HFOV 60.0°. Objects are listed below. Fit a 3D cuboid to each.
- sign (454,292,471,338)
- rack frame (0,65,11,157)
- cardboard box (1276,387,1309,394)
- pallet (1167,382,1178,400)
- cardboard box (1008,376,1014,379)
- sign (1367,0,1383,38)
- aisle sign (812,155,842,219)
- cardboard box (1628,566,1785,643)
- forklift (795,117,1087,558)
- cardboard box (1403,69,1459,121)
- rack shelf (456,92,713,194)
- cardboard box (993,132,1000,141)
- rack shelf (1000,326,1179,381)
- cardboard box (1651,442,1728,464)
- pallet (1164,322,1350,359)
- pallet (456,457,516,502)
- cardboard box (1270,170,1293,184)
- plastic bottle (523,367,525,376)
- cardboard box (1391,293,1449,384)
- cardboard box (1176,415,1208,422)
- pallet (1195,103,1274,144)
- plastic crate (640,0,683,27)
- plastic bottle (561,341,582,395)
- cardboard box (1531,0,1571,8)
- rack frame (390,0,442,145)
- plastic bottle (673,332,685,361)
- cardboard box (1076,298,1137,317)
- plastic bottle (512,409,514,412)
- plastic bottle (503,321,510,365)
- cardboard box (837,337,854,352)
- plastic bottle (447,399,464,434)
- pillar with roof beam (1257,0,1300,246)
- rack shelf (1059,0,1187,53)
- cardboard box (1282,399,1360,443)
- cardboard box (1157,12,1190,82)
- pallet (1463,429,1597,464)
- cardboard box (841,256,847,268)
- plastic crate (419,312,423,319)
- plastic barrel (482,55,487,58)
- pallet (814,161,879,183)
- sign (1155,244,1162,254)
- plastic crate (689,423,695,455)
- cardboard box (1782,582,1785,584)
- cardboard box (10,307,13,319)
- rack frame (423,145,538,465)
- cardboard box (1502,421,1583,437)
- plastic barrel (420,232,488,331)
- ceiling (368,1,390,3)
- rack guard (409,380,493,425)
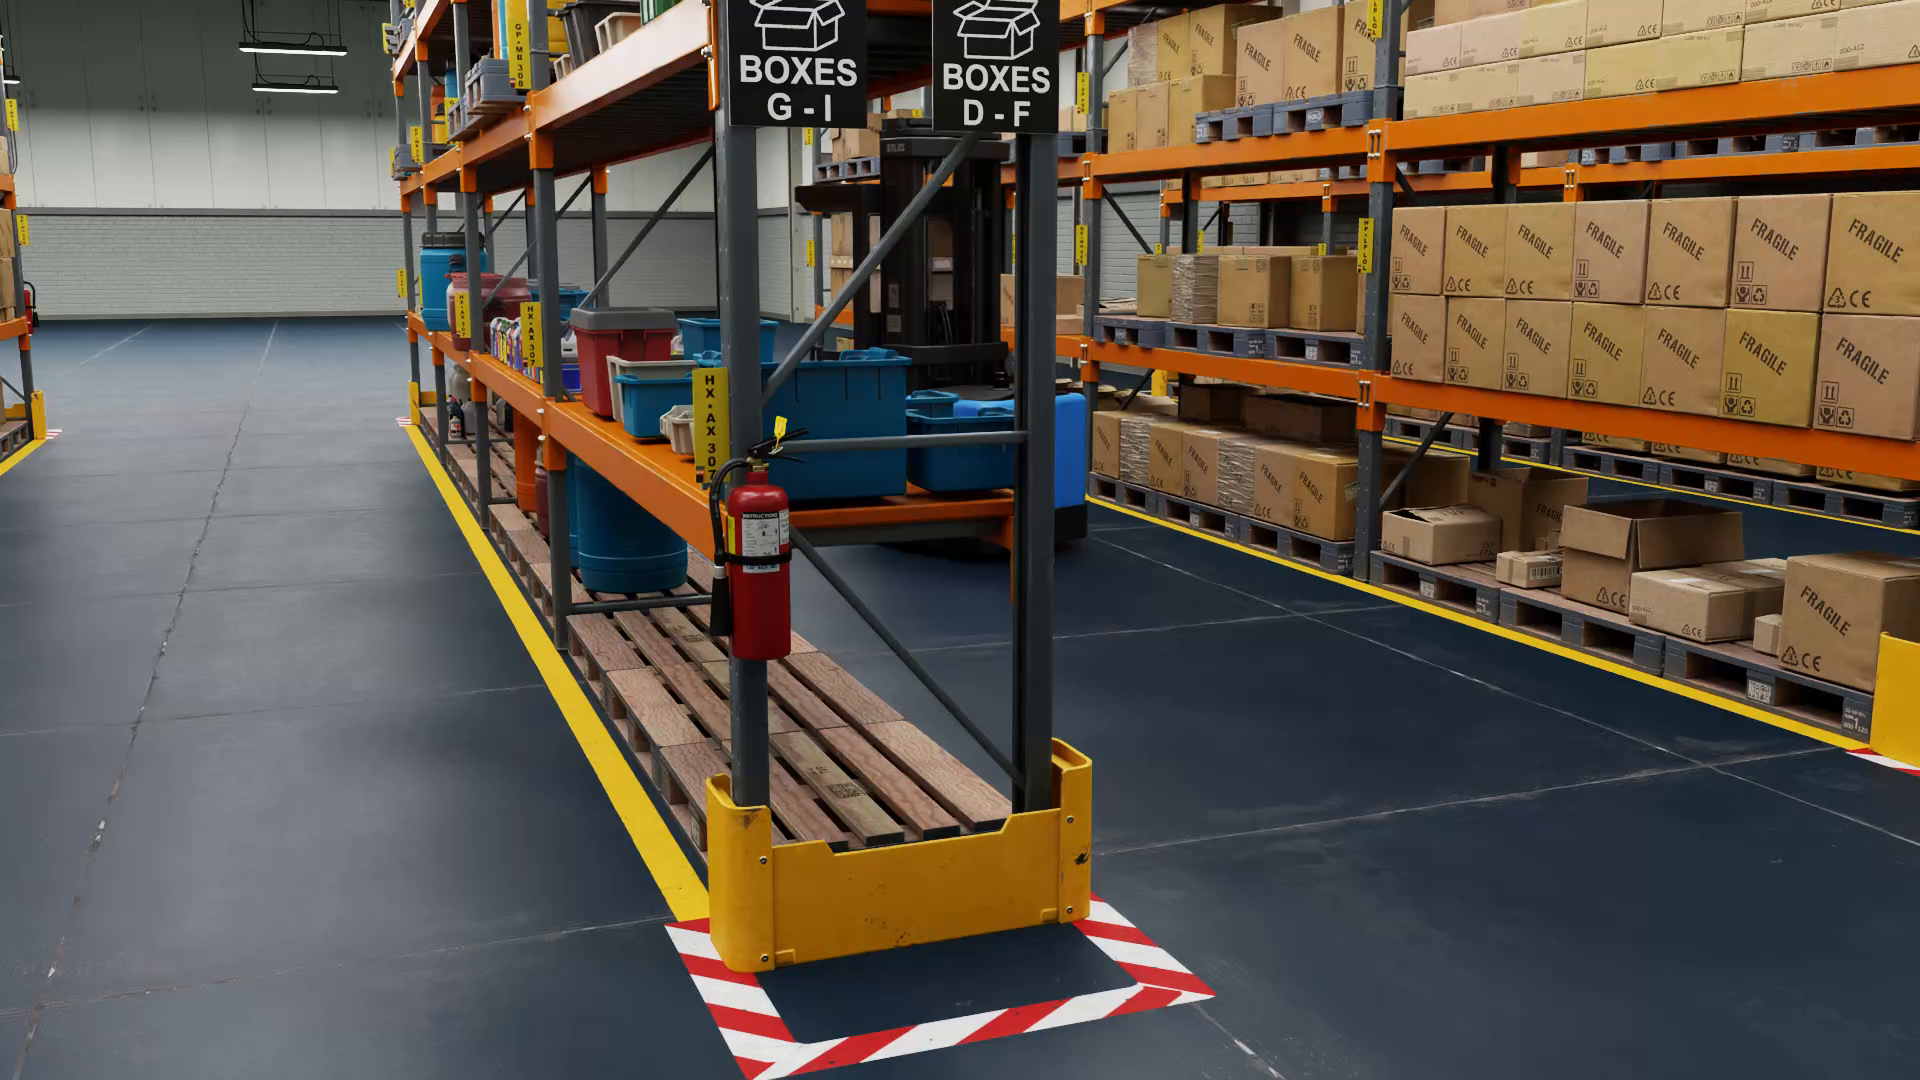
[{"bbox_3d":[-3.606,-1.631,12.061,0.100,0.325,0.005,-4,11,-21],"label":"sign"},{"bbox_3d":[-10.612,-5.532,17.326,1.000,3.000,0.127,-4,11,-21],"label":"rack frame"},{"bbox_3d":[4.275,-2.022,20.601,0.500,0.500,0.500,-5,11,-25],"label":"cardboard box"},{"bbox_3d":[3.527,-2.002,22.570,1.003,0.211,1.213,-4,11,-21],"label":"pallet"},{"bbox_3d":[0.681,-1.550,17.123,0.500,0.311,0.500,-4,11,-19],"label":"cardboard box"},{"bbox_3d":[2.455,-3.137,9.827,0.100,0.325,0.005,-4,11,-21],"label":"sign"},{"bbox_3d":[-1.687,-4.478,21.106,0.394,0.787,0.004,-4,11,-21],"label":"aisle sign"},{"bbox_3d":[3.678,0.312,8.196,0.500,0.250,0.500,-4,11,-21],"label":"cardboard box"},{"bbox_3d":[-0.495,-1.524,12.119,1.130,2.935,3.031,-10,14,-43],"label":"forklift"},{"bbox_3d":[2.917,-2.556,9.587,0.500,0.250,0.500,-4,11,-21],"label":"cardboard box"},{"bbox_3d":[-2.372,-2.383,10.243,1.077,0.370,4.000,-4,11,-21],"label":"rack shelf"},{"bbox_3d":[0.488,-3.973,16.354,0.500,0.250,0.500,-5,11,-26],"label":"cardboard box"},{"bbox_3d":[0.797,-1.873,15.940,1.077,0.370,4.000,-4,11,-21],"label":"rack shelf"},{"bbox_3d":[6.593,-1.093,14.436,0.750,0.750,0.750,-4,11,-21],"label":"cardboard box"},{"bbox_3d":[2.231,-1.489,12.276,1.003,0.211,1.213,-4,11,-21],"label":"pallet"},{"bbox_3d":[-3.779,-0.542,14.365,1.003,0.211,1.213,-4,11,-21],"label":"pallet"},{"bbox_3d":[4.103,-4.555,20.054,0.500,0.500,0.500,-5,11,-26],"label":"cardboard box"},{"bbox_3d":[-2.606,-1.099,10.102,0.097,0.201,0.097,0,10,0],"label":"plastic bottle"},{"bbox_3d":[2.902,-1.197,9.798,0.500,0.500,0.500,-4,11,-19],"label":"cardboard box"},{"bbox_3d":[2.080,-0.749,13.448,0.500,0.500,0.500,-3,11,-19],"label":"cardboard box"},{"bbox_3d":[2.422,-2.912,11.699,1.213,0.211,1.003,-4,11,-21],"label":"pallet"},{"bbox_3d":[-0.821,-1.797,5.496,0.450,0.188,0.336,-4,11,-21],"label":"plastic crate"},{"bbox_3d":[-2.091,-0.917,8.865,0.152,0.276,0.135,-4,11,-21],"label":"plastic bottle"},{"bbox_3d":[3.419,-3.018,8.614,0.700,0.500,0.500,-4,11,-21],"label":"cardboard box"},{"bbox_3d":[-5.995,-5.847,19.094,1.000,3.000,0.127,-4,11,-21],"label":"rack frame"},{"bbox_3d":[-1.487,-0.995,9.087,0.144,0.351,0.185,-4,11,-21],"label":"plastic bottle"},{"bbox_3d":[1.378,-2.015,14.939,0.500,0.311,0.500,-4,11,-22],"label":"cardboard box"},{"bbox_3d":[-4.494,-1.243,16.845,0.061,0.283,0.133,-4,11,-21],"label":"plastic bottle"},{"bbox_3d":[-2.983,-1.301,11.000,0.061,0.283,0.133,-4,11,-21],"label":"plastic bottle"},{"bbox_3d":[-1.207,-2.246,20.491,0.500,0.500,0.500,-4,11,-21],"label":"cardboard box"},{"bbox_3d":[-5.048,-1.239,16.630,0.144,0.351,0.185,-4,11,-22],"label":"plastic bottle"},{"bbox_3d":[0.286,-6.143,20.758,9.100,9.000,0.400,-4,11,-21],"label":"pillar with roof beam"},{"bbox_3d":[0.797,-4.630,15.450,1.077,0.370,4.000,-4,11,-21],"label":"rack shelf"},{"bbox_3d":[2.661,-0.861,11.934,0.500,0.250,0.500,-4,11,-21],"label":"cardboard box"},{"bbox_3d":[1.859,-3.764,12.812,0.500,0.500,0.500,-4,11,-21],"label":"cardboard box"},{"bbox_3d":[5.856,-0.971,16.774,1.003,0.211,1.213,-4,11,-21],"label":"pallet"},{"bbox_3d":[-1.248,-3.414,20.410,0.380,0.149,0.250,-4,11,-21],"label":"cardboard box"},{"bbox_3d":[-5.370,-2.359,17.371,0.530,0.136,0.437,-4,11,-21],"label":"plastic crate"},{"bbox_3d":[-3.922,-3.788,14.652,0.600,0.901,0.600,0,10,0],"label":"plastic barrel"},{"bbox_3d":[-1.145,-4.523,20.470,1.003,0.211,1.213,-4,11,-21],"label":"pallet"},{"bbox_3d":[2.733,-3.913,22.884,0.100,0.325,0.005,-4,11,-21],"label":"sign"},{"bbox_3d":[-0.753,-0.351,5.909,0.396,0.136,0.243,-4,11,-21],"label":"plastic crate"},{"bbox_3d":[4.307,0.354,7.962,0.500,0.250,0.500,-4,11,-21],"label":"cardboard box"},{"bbox_3d":[-10.316,-2.422,17.686,0.380,0.149,0.250,-4,11,-21],"label":"cardboard box"},{"bbox_3d":[-4.546,-2.240,15.948,1.000,3.000,0.127,-4,11,-21],"label":"rack frame"},{"bbox_3d":[5.828,-1.316,16.635,0.700,0.500,0.500,-4,11,-20],"label":"cardboard box"},{"bbox_3d":[-4.688,-2.405,15.442,0.600,0.901,0.708,-4,11,-21],"label":"plastic barrel"},{"bbox_3d":[-13.266,-15.286,46.463,6.000,0.001,6.000,-4,11,-21],"label":"ceiling"},{"bbox_3d":[-5.924,-1.653,19.785,1.175,0.500,0.348,-4,11,-21],"label":"rack guard"}]
